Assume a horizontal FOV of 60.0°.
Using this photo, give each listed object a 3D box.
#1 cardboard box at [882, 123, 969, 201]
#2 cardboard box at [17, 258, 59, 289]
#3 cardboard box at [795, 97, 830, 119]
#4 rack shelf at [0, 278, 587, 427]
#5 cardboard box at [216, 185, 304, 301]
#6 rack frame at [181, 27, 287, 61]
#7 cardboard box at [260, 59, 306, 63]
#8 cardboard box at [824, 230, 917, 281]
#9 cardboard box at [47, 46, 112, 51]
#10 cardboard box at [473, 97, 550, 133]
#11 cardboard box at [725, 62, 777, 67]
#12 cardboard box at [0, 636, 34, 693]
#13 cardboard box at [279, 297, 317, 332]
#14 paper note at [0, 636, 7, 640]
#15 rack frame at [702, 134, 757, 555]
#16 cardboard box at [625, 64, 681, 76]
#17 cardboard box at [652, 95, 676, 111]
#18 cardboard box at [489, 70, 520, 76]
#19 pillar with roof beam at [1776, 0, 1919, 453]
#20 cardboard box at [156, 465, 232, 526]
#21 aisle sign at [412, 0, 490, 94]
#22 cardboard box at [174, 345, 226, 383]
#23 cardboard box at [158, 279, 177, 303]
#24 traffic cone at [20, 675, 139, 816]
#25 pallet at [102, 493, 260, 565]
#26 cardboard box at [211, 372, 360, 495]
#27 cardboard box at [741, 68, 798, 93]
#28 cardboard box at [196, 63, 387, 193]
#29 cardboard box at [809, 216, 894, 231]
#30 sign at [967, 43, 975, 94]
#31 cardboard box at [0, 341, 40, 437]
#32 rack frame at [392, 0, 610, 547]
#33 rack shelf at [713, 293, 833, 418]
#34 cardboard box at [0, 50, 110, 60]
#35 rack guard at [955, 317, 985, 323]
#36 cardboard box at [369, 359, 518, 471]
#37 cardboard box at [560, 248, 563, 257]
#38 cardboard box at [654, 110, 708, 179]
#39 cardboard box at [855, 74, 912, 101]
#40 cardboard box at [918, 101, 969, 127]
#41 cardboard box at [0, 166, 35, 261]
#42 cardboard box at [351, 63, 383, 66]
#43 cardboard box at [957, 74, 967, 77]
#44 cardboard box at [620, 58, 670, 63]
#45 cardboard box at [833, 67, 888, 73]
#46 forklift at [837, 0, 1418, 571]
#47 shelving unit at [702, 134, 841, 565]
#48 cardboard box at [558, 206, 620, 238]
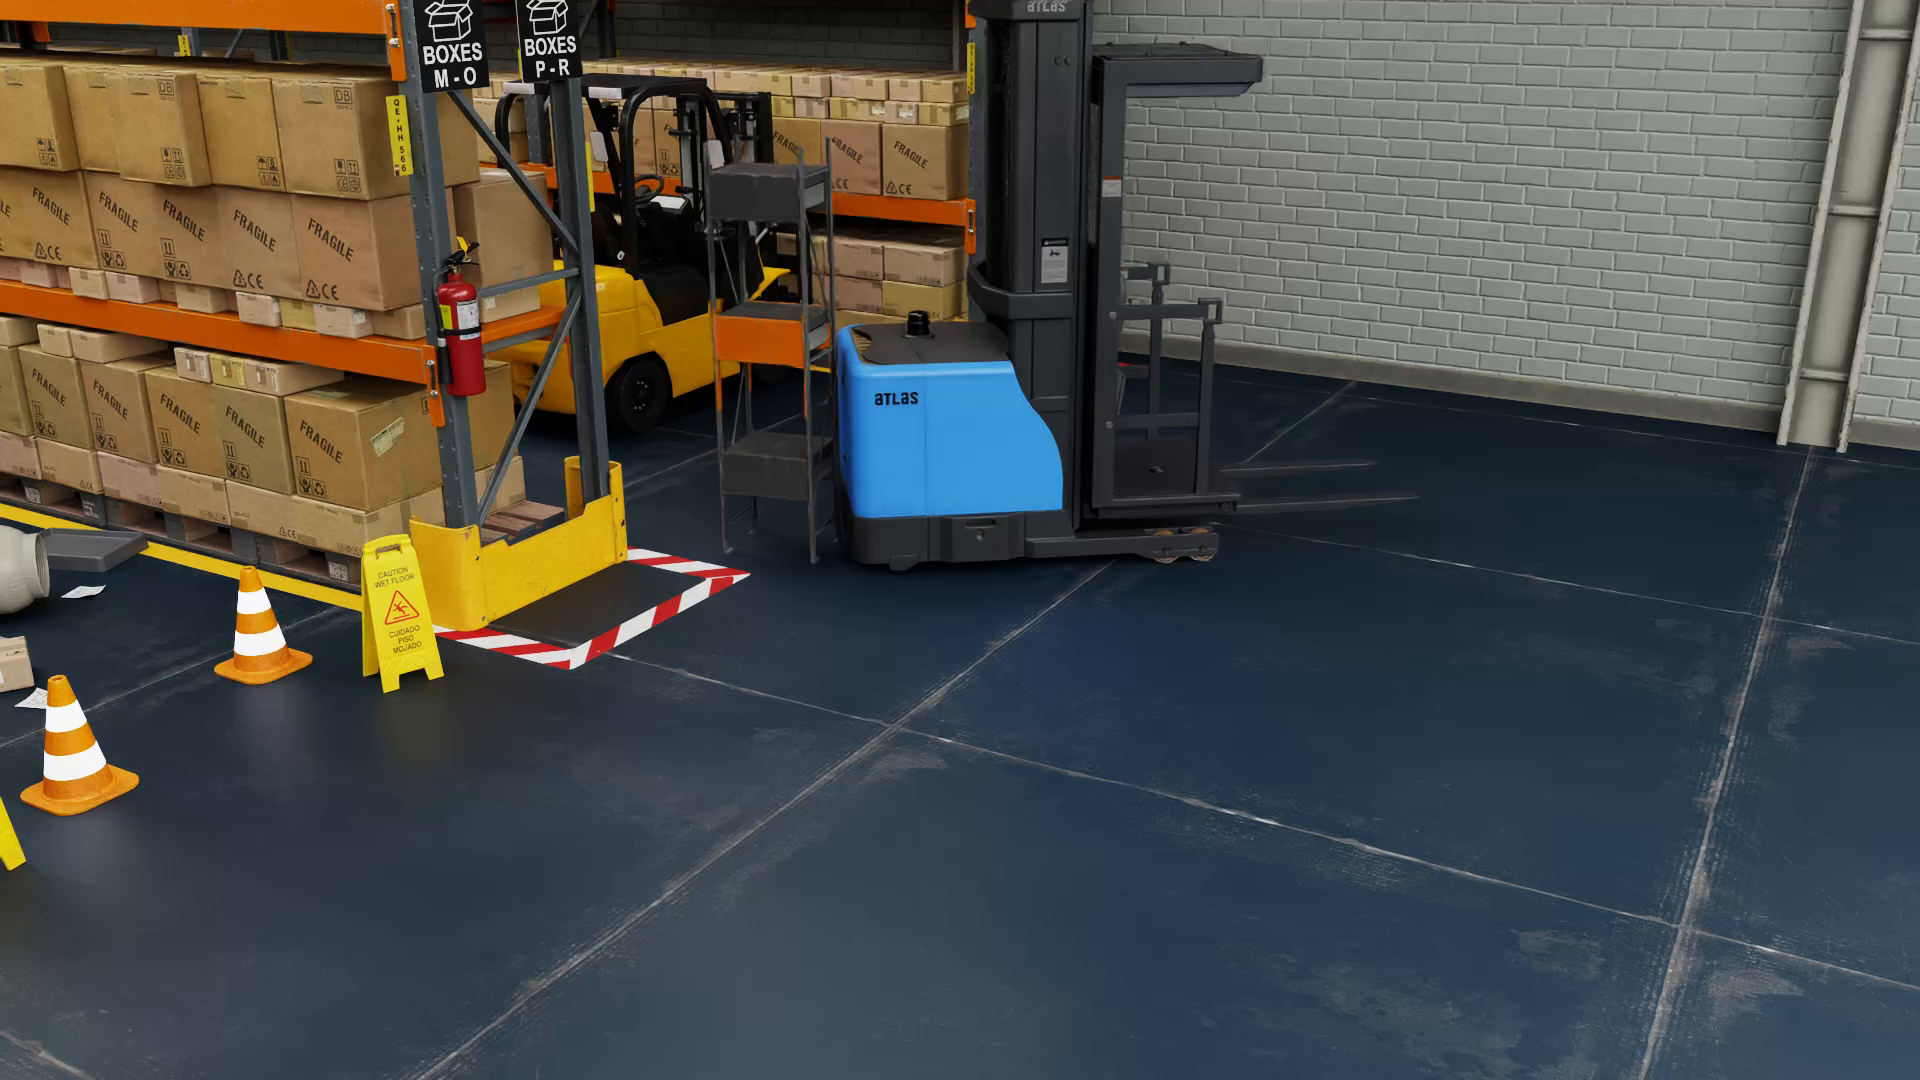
[{"bbox_3d":[-0.205,-2.696,11.753,0.500,0.500,0.500,10,22,26],"label":"cardboard box"},{"bbox_3d":[-4.747,-1.454,8.842,0.250,0.149,0.380,12,23,29],"label":"cardboard box"},{"bbox_3d":[-0.988,-3.142,12.030,0.250,0.149,0.380,10,22,26],"label":"cardboard box"},{"bbox_3d":[-3.811,-1.162,8.724,4.000,0.370,1.077,11,23,27],"label":"rack shelf"},{"bbox_3d":[-3.108,-1.447,7.873,0.500,0.500,0.500,11,23,27],"label":"cardboard box"},{"bbox_3d":[-6.632,-3.976,15.428,0.127,3.000,1.000,11,23,27],"label":"rack frame"},{"bbox_3d":[-6.249,-4.334,15.317,0.250,0.149,0.380,12,23,29],"label":"cardboard box"},{"bbox_3d":[-0.650,-2.088,12.171,0.500,0.250,0.500,11,23,28],"label":"cardboard box"},{"bbox_3d":[-8.673,-4.522,16.170,0.500,0.500,0.700,11,23,27],"label":"cardboard box"},{"bbox_3d":[-3.693,-3.481,13.550,0.500,0.250,0.500,10,22,26],"label":"cardboard box"},{"bbox_3d":[-1.611,-3.617,12.904,0.250,0.149,0.380,11,22,27],"label":"cardboard box"},{"bbox_3d":[-4.194,0.556,7.114,0.380,0.149,0.250,-11,23,-29],"label":"cardboard box"},{"bbox_3d":[-2.984,-1.106,7.884,0.250,0.149,0.380,10,22,26],"label":"cardboard box"},{"bbox_3d":[-4.368,0.455,7.595,0.123,0.001,0.032,11,23,27],"label":"paper note"},{"bbox_3d":[-1.166,-0.975,8.474,0.015,2.100,0.400,6,21,16],"label":"rack frame"},{"bbox_3d":[-2.332,-3.532,12.668,0.250,0.149,0.380,11,23,28],"label":"cardboard box"},{"bbox_3d":[-2.114,-3.347,12.595,0.250,0.149,0.380,11,22,27],"label":"cardboard box"},{"bbox_3d":[-3.768,-3.887,14.085,0.250,0.149,0.380,11,23,27],"label":"cardboard box"},{"bbox_3d":[3.323,-3.571,5.512,0.400,9.000,9.100,11,23,27],"label":"pillar with roof beam"},{"bbox_3d":[-3.810,-0.301,8.711,0.500,0.250,0.500,10,22,25],"label":"cardboard box"},{"bbox_3d":[-2.152,-2.293,6.975,0.004,0.787,0.394,11,23,27],"label":"aisle sign"},{"bbox_3d":[-3.692,-0.913,8.350,0.250,0.149,0.380,12,23,30],"label":"cardboard box"},{"bbox_3d":[-3.821,-1.308,8.440,0.250,0.149,0.380,11,23,27],"label":"cardboard box"},{"bbox_3d":[-3.314,0.725,6.189,0.334,0.463,0.336,11,23,27],"label":"traffic cone"},{"bbox_3d":[-3.884,-0.218,9.157,1.213,0.211,1.003,11,23,27],"label":"pallet"},{"bbox_3d":[-3.349,-0.566,8.344,0.500,0.500,0.500,12,23,29],"label":"cardboard box"},{"bbox_3d":[-1.405,-3.388,12.271,0.250,0.149,0.380,11,23,28],"label":"cardboard box"},{"bbox_3d":[-3.056,-1.931,7.740,0.500,0.500,0.700,11,23,28],"label":"cardboard box"},{"bbox_3d":[-0.844,-2.325,12.827,0.500,0.250,0.500,11,22,27],"label":"cardboard box"},{"bbox_3d":[0.076,-3.142,11.083,0.005,0.325,0.100,11,23,27],"label":"sign"},{"bbox_3d":[-5.174,-0.912,9.296,0.500,0.500,0.500,12,23,30],"label":"cardboard box"},{"bbox_3d":[-2.065,-1.167,7.685,0.127,3.000,1.000,11,23,27],"label":"rack frame"},{"bbox_3d":[-0.932,-0.938,8.412,0.480,0.518,0.431,6,21,16],"label":"rack shelf"},{"bbox_3d":[-4.843,-2.260,8.649,0.500,0.500,0.700,11,23,28],"label":"cardboard box"},{"bbox_3d":[0.373,-1.467,12.175,0.348,0.500,1.175,11,23,27],"label":"rack guard"},{"bbox_3d":[-2.655,-0.645,8.561,0.500,0.500,0.500,10,22,26],"label":"cardboard box"},{"bbox_3d":[-2.868,-2.278,13.431,0.500,0.250,0.500,11,23,27],"label":"cardboard box"},{"bbox_3d":[-1.974,-3.041,12.703,0.500,0.500,0.500,11,22,27],"label":"cardboard box"},{"bbox_3d":[-0.535,-3.202,11.758,0.250,0.149,0.380,11,23,28],"label":"cardboard box"},{"bbox_3d":[-0.087,-2.972,11.561,0.250,0.149,0.380,11,23,28],"label":"cardboard box"},{"bbox_3d":[-4.859,-1.787,8.809,0.500,0.500,0.500,11,23,27],"label":"cardboard box"},{"bbox_3d":[-5.331,-4.176,14.881,0.250,0.149,0.380,11,22,27],"label":"cardboard box"},{"bbox_3d":[0.163,-3.257,11.911,0.250,0.149,0.380,10,22,26],"label":"cardboard box"},{"bbox_3d":[-2.515,-3.786,13.368,0.250,0.149,0.380,10,22,26],"label":"cardboard box"},{"bbox_3d":[-0.737,-3.432,12.394,0.250,0.149,0.380,12,23,29],"label":"cardboard box"},{"bbox_3d":[0.891,-1.433,8.518,3.031,2.935,1.130,-3,20,-8],"label":"forklift"},{"bbox_3d":[-0.932,-0.951,8.408,0.503,2.100,0.431,6,21,16],"label":"shelving unit"},{"bbox_3d":[-2.870,-2.512,13.341,0.500,0.250,0.500,10,22,26],"label":"cardboard box"}]
